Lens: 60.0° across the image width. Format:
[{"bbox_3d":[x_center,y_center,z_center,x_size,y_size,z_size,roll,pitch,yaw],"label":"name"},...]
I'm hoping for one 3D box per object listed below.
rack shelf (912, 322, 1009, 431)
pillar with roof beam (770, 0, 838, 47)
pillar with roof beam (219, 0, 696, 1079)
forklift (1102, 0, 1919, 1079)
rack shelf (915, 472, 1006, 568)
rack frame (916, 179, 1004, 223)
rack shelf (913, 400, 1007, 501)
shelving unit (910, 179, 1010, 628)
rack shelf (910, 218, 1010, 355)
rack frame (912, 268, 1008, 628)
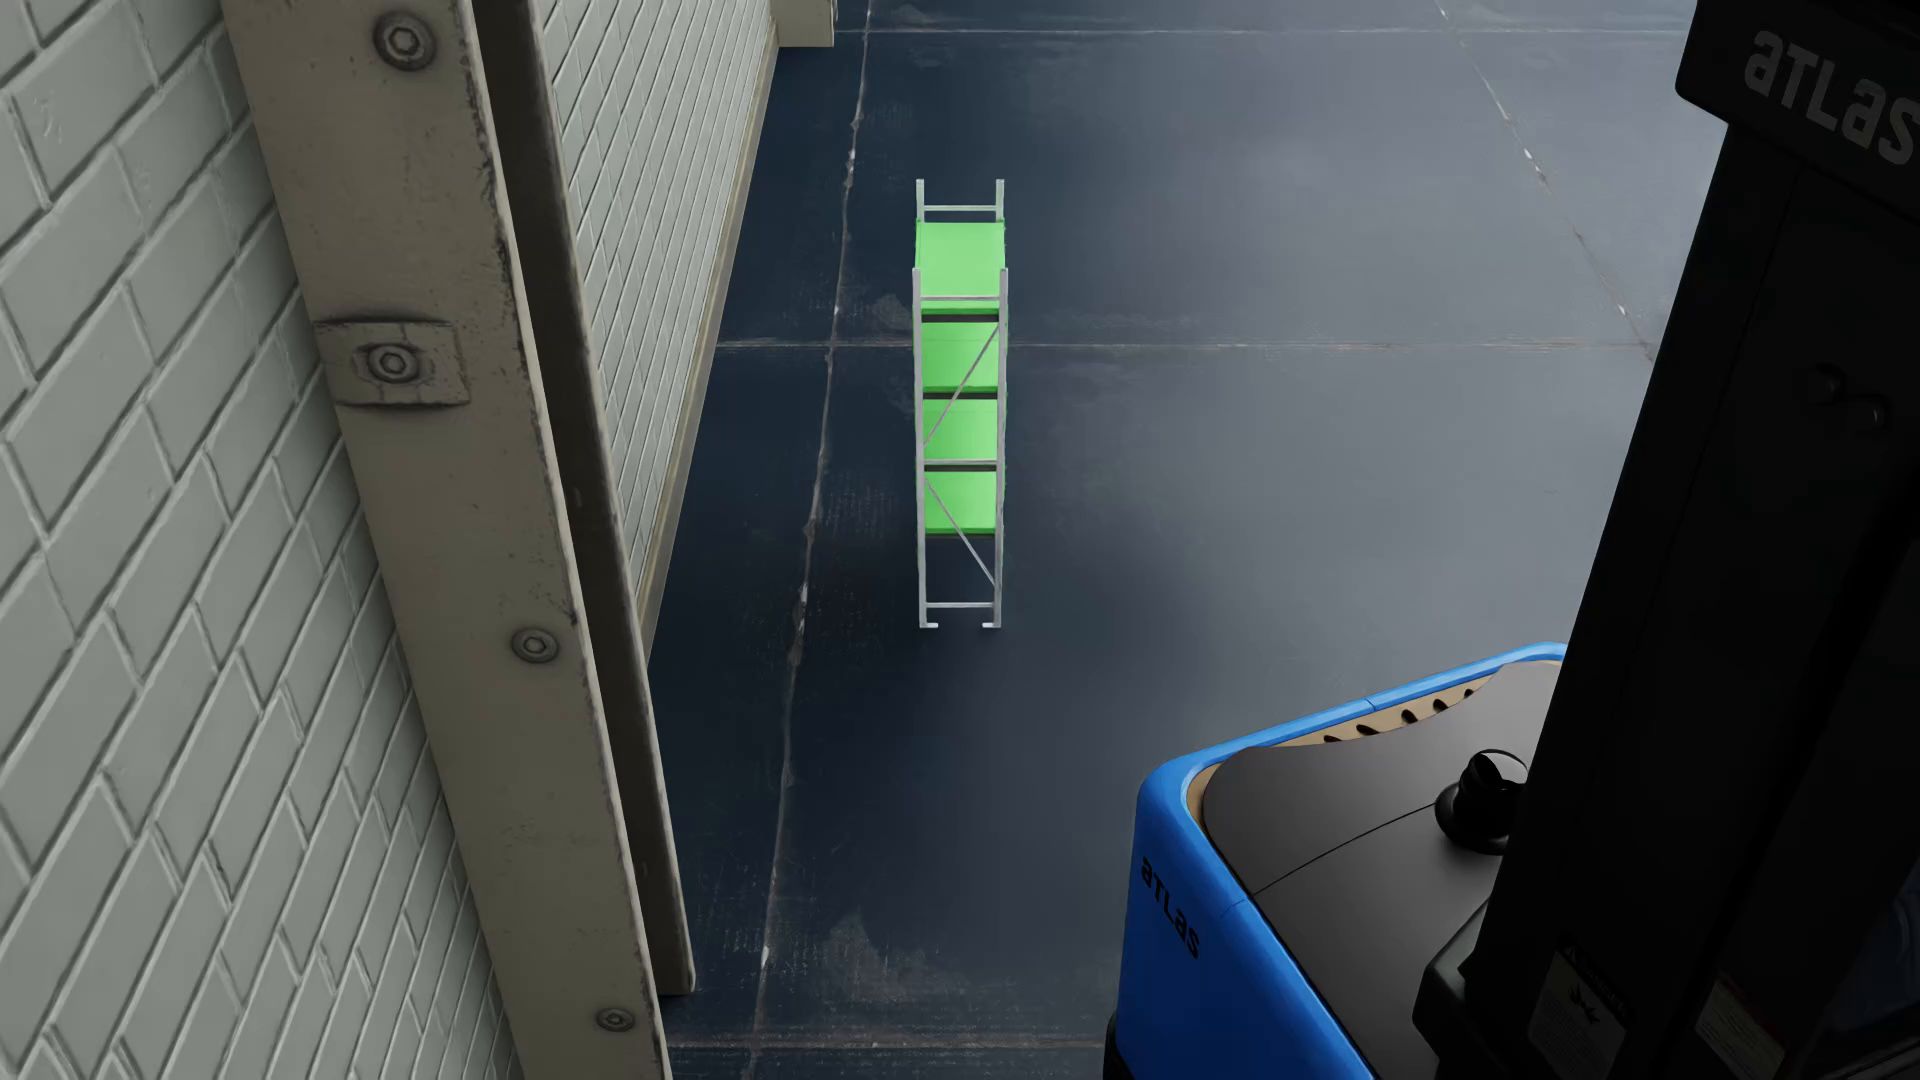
[{"bbox_3d":[0.000,-0.502,4.635,0.258,0.148,0.480,0,39,0],"label":"rack shelf"},{"bbox_3d":[3.515,-6.110,5.678,9.100,9.000,0.400,0,39,0],"label":"pillar with roof beam"},{"bbox_3d":[3.522,-2.358,0.996,9.100,9.000,0.400,0,39,0],"label":"pillar with roof beam"},{"bbox_3d":[1.346,0.843,1.855,1.130,2.935,3.031,-15,41,-18],"label":"forklift"},{"bbox_3d":[0.000,-0.128,4.936,0.258,0.148,0.480,0,39,0],"label":"rack shelf"},{"bbox_3d":[0.000,-0.517,4.936,0.240,1.200,0.015,0,39,0],"label":"rack frame"},{"bbox_3d":[0.000,-0.315,4.786,0.258,0.148,0.480,0,39,0],"label":"rack shelf"},{"bbox_3d":[0.000,-0.365,4.746,0.258,1.200,0.503,0,39,0],"label":"shelving unit"},{"bbox_3d":[0.000,-0.689,4.485,0.258,0.148,0.480,0,39,0],"label":"rack shelf"},{"bbox_3d":[0.000,-0.212,4.555,0.240,1.200,0.015,0,39,0],"label":"rack frame"}]
